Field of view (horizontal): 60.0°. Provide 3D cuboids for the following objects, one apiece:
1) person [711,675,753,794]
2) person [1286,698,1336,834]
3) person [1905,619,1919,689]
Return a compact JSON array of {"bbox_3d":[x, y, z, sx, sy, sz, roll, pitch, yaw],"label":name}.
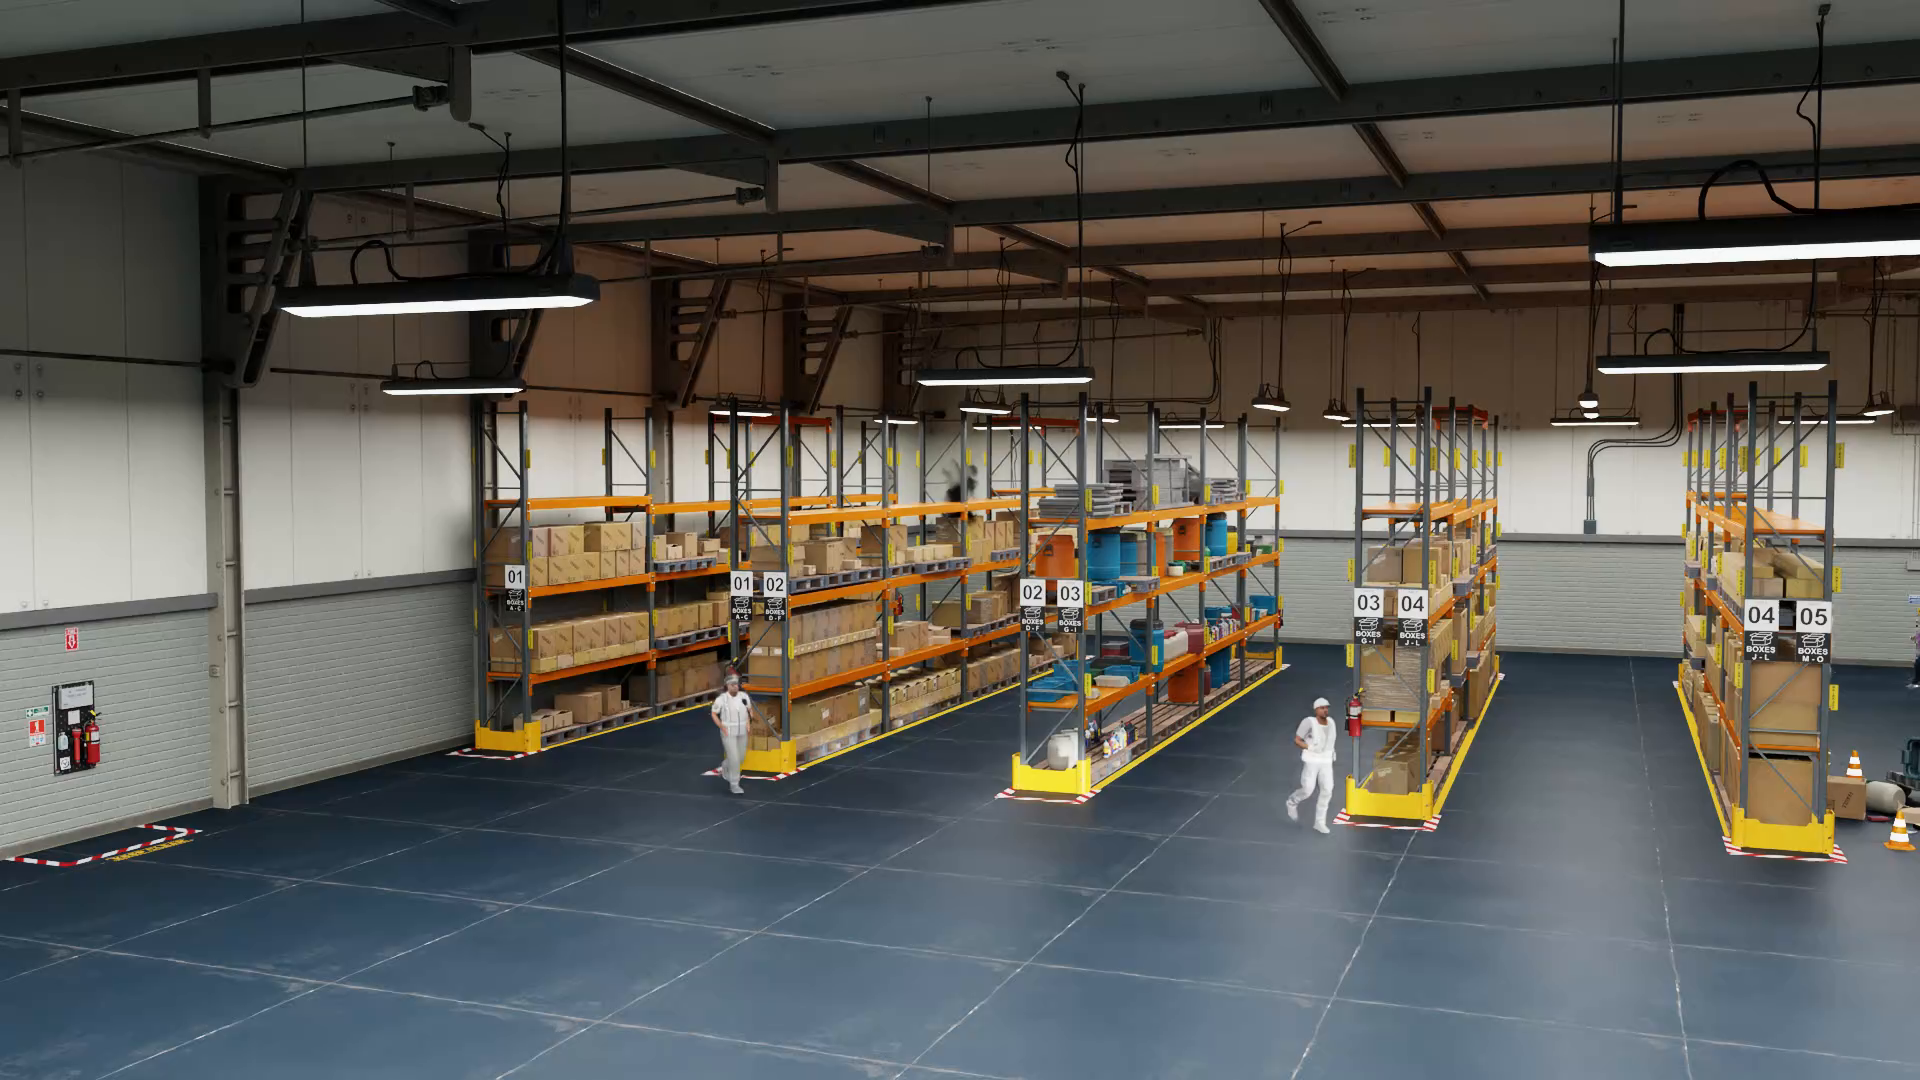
[{"bbox_3d":[-3.434,2.901,25.120,0.659,1.771,0.752,-2,3,-33],"label":"person"},{"bbox_3d":[4.832,3.022,22.538,0.690,1.778,0.879,-1,3,-19],"label":"person"},{"bbox_3d":[20.946,2.457,36.013,0.799,1.600,0.546,1,3,25],"label":"person"}]
